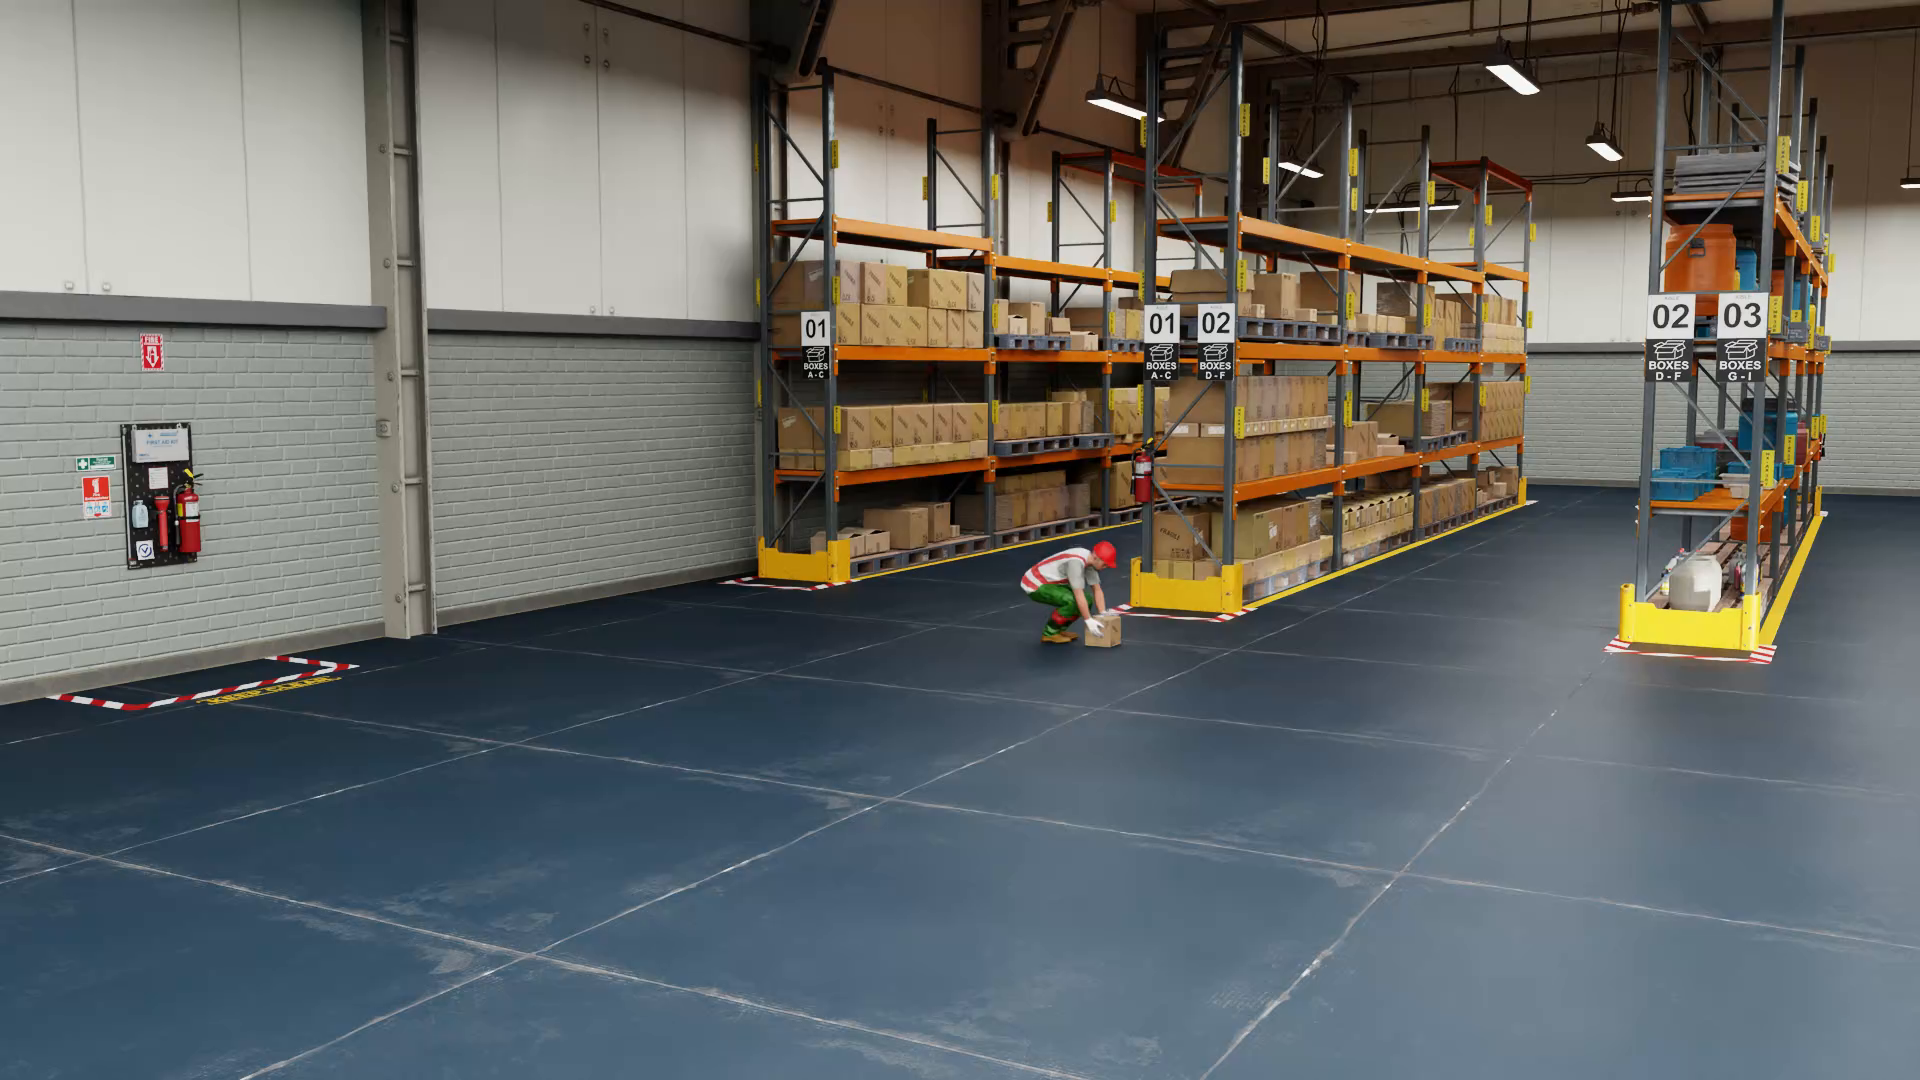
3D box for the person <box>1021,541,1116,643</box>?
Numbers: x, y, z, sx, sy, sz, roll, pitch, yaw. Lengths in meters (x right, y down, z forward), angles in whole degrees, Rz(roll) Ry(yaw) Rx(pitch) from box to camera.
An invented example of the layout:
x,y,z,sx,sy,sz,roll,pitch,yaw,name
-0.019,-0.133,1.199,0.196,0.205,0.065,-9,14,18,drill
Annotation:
x,y,z,sx,sy,sz,roll,pitch,yaw,name
1.022,0.472,15.471,0.883,0.954,0.565,3,7,28,person
